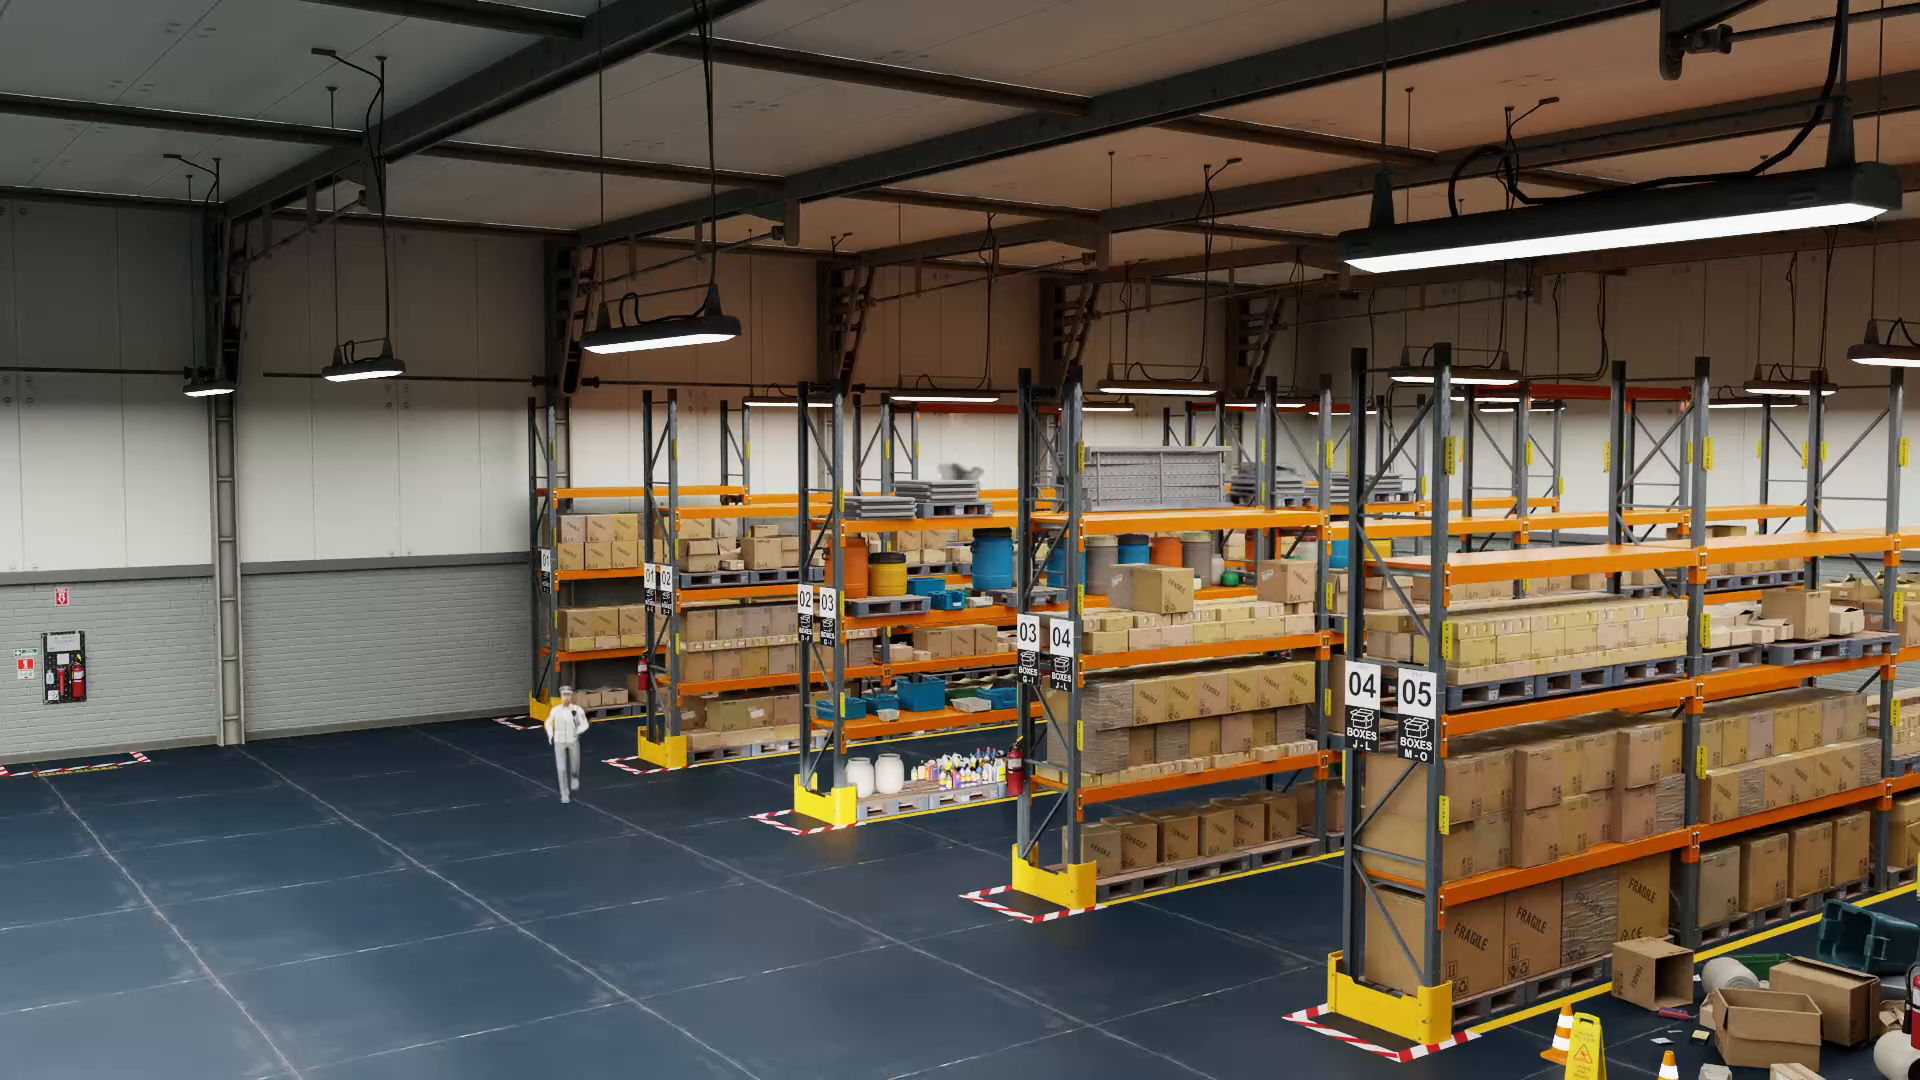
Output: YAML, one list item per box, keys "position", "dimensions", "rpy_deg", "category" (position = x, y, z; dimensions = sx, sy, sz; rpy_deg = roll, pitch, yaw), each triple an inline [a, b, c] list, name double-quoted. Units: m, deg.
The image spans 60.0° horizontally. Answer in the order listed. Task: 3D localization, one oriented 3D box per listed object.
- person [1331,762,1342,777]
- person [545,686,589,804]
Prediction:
- position: [5.495, 2.847, 24.180]
  dimensions: [0.612, 1.759, 0.639]
  rpy_deg: [-2, 4, -36]
  category: "person"
- position: [-5.672, 2.918, 23.970]
  dimensions: [0.624, 1.654, 0.758]
  rpy_deg: [-1, 3, -10]
  category: "person"
